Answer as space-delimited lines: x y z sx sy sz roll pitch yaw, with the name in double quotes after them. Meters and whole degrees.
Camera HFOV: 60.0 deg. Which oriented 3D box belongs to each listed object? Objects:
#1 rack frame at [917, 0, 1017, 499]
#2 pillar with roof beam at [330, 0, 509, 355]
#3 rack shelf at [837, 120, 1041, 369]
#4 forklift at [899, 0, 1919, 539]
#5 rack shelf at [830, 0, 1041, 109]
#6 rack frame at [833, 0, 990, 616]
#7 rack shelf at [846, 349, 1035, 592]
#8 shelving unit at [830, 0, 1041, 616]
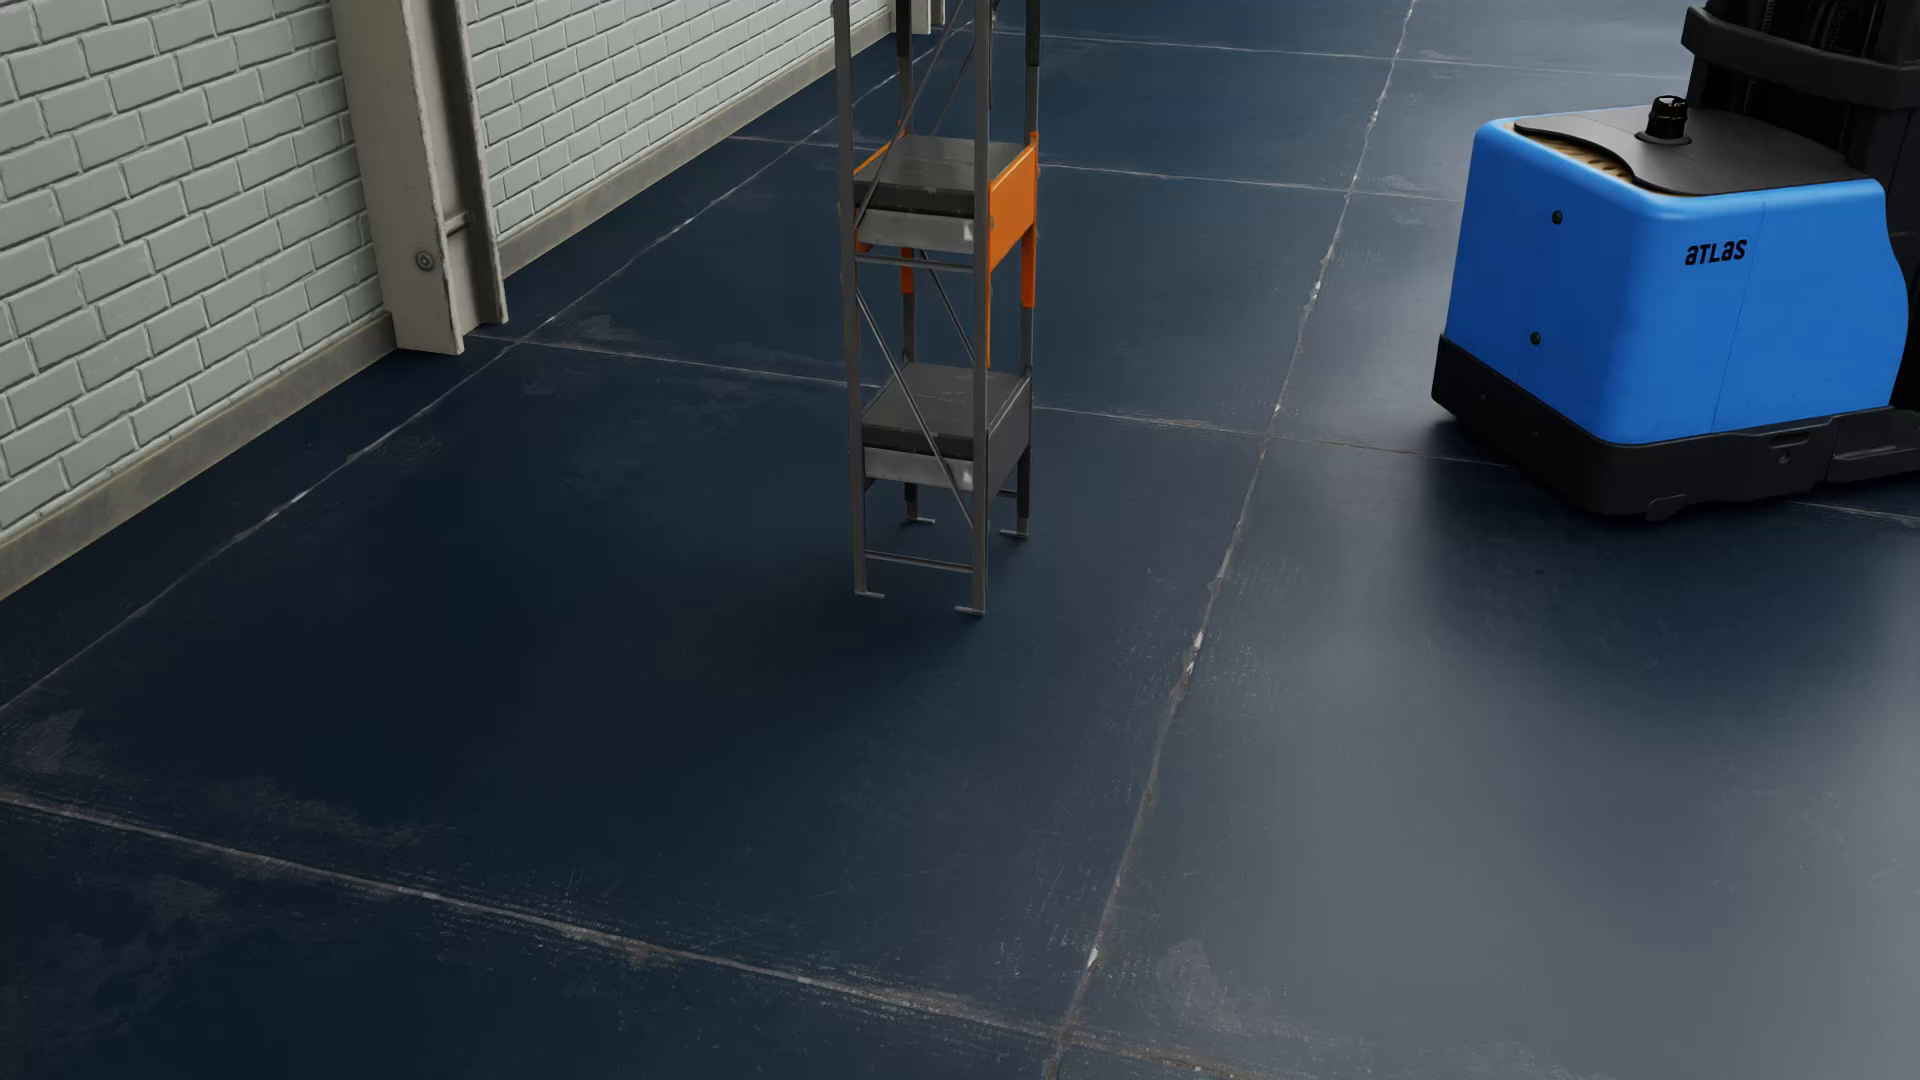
0.022 -0.954 4.805 0.380 1.831 0.006 8 30 15 "rack frame"
2.043 -4.162 3.474 9.100 9.000 0.400 8 30 15 "pillar with roof beam"
-0.049 -0.829 4.608 0.431 0.518 0.480 8 30 15 "rack shelf"
2.318 -1.597 5.106 5.060 2.935 1.130 -9 30 -15 "forklift"
-0.049 -1.440 4.268 0.431 0.518 0.480 8 30 15 "rack shelf"
-0.120 -0.727 4.397 0.400 2.100 0.015 8 30 15 "rack frame"
-0.049 -0.217 4.948 0.431 0.518 0.480 8 30 15 "rack shelf"
-0.049 -0.840 4.599 0.431 2.100 0.499 8 30 15 "shelving unit"
